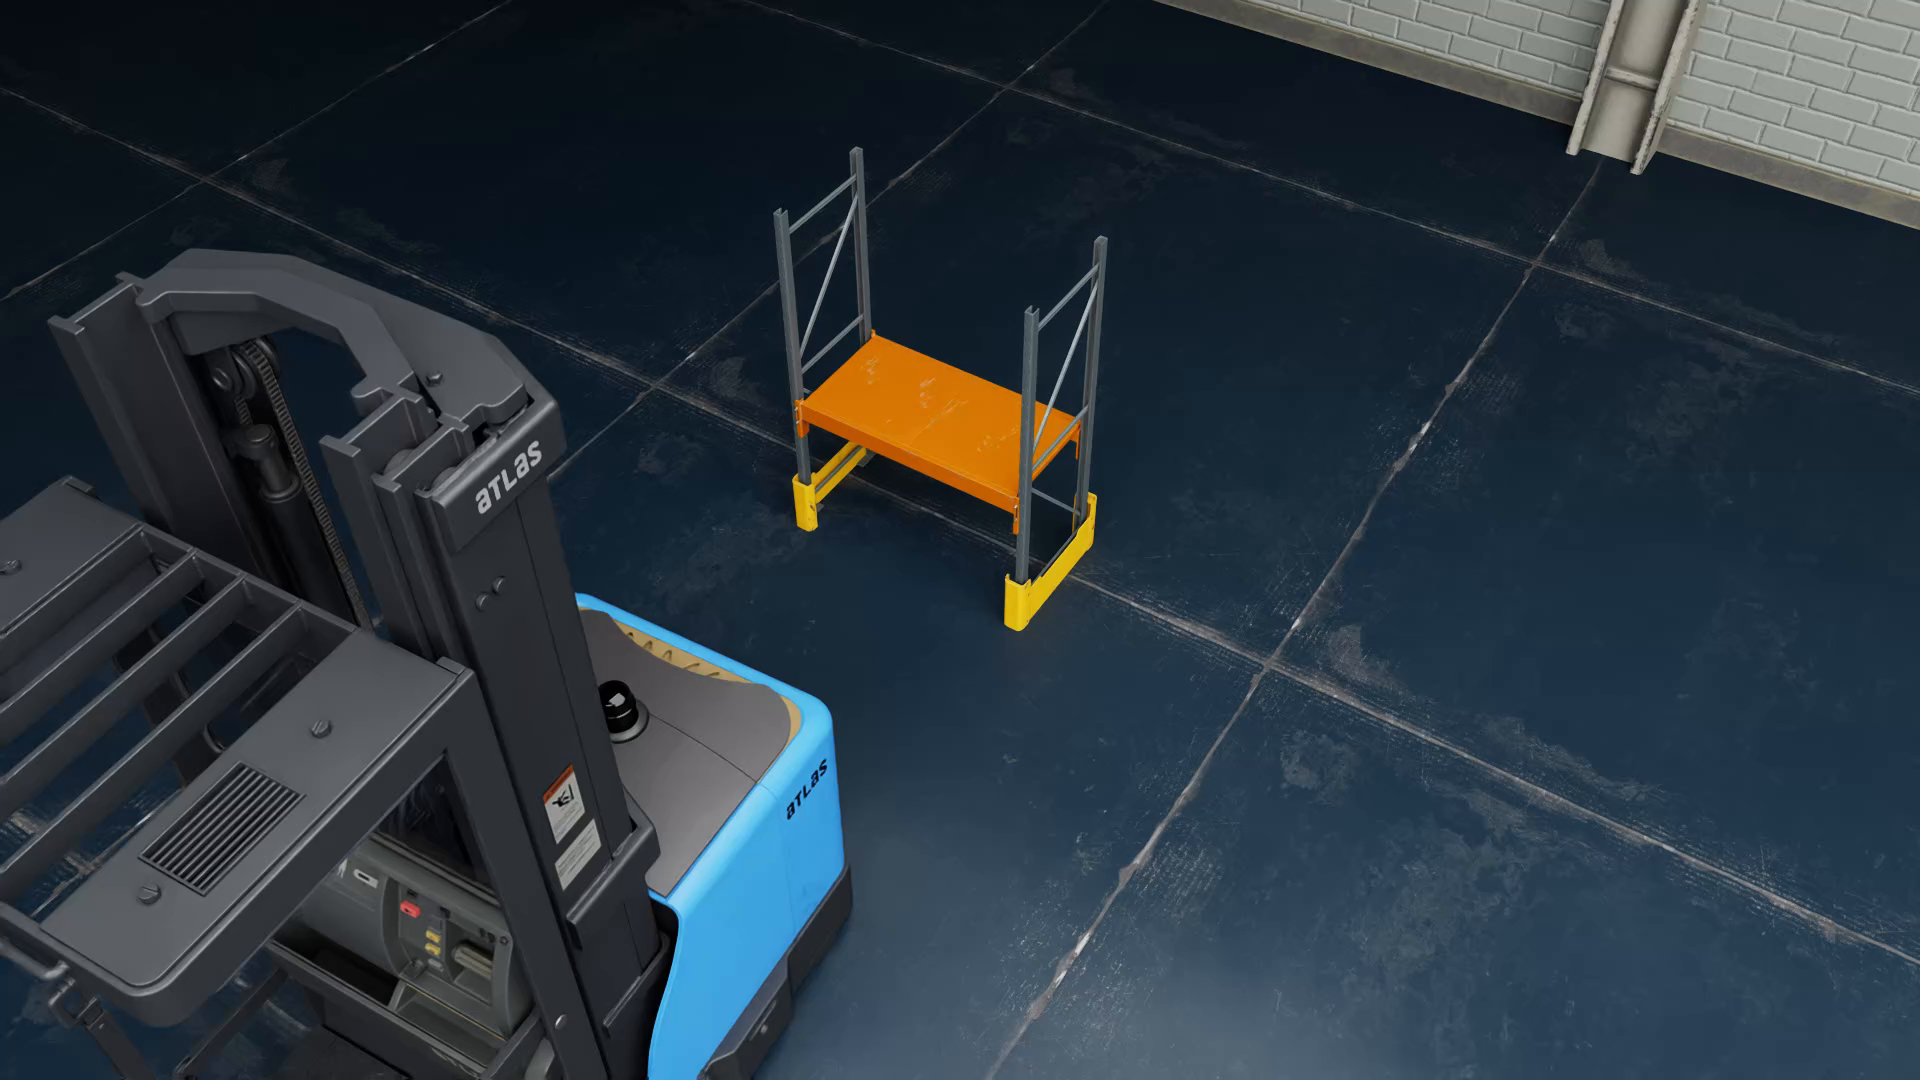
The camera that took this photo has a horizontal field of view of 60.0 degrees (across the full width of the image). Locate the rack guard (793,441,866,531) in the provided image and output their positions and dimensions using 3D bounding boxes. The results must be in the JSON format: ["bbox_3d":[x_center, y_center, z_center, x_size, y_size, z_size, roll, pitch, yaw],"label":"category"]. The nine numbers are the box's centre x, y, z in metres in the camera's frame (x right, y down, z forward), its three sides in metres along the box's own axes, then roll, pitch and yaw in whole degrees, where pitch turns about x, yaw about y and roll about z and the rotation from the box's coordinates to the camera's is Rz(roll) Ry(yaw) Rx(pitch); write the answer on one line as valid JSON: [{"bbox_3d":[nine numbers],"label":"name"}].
[{"bbox_3d":[-0.483,-0.309,6.876,0.087,0.250,0.587,25,51,22],"label":"rack guard"}]

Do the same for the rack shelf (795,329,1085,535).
[{"bbox_3d":[-0.072,-0.430,6.373,1.000,0.185,0.538,25,51,22],"label":"rack shelf"}]

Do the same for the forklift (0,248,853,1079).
[{"bbox_3d":[-1.511,0.959,3.775,1.130,2.935,3.031,22,50,20],"label":"forklift"}]

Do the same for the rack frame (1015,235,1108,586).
[{"bbox_3d":[0.356,-0.359,6.053,0.032,1.500,0.500,25,51,22],"label":"rack frame"}]

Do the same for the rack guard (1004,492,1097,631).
[{"bbox_3d":[0.355,0.076,6.502,0.087,0.250,0.587,25,51,22],"label":"rack guard"}]

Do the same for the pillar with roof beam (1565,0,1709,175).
[{"bbox_3d":[1.101,-2.588,2.990,0.400,9.000,9.100,25,51,22],"label":"pillar with roof beam"}]

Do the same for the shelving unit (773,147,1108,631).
[{"bbox_3d":[-0.064,-0.552,6.241,1.083,1.500,0.587,25,51,22],"label":"shelving unit"}]

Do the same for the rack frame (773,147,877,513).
[{"bbox_3d":[-0.500,-0.753,6.435,0.032,1.500,0.500,25,51,22],"label":"rack frame"}]
